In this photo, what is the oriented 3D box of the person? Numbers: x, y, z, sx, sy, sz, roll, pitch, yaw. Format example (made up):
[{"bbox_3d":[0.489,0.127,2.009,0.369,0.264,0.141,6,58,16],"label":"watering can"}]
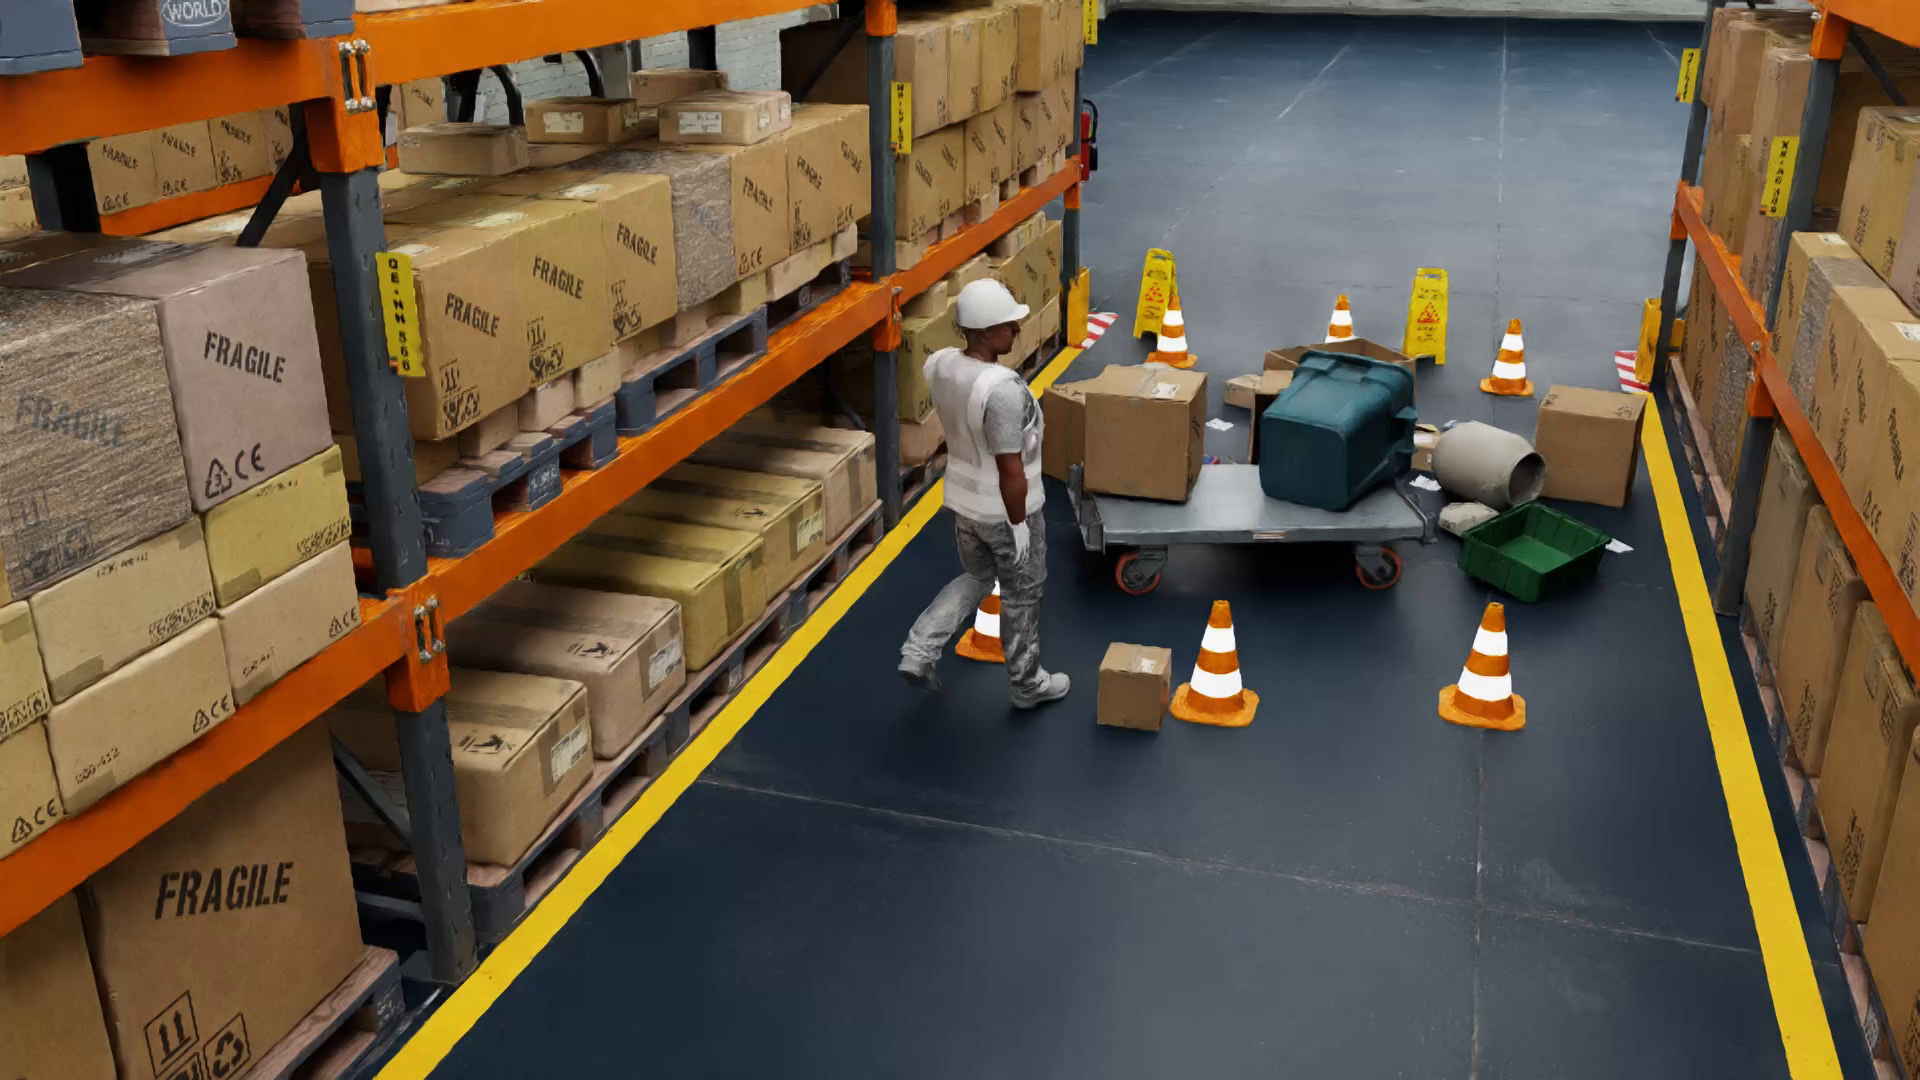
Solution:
[{"bbox_3d":[0.127,-0.142,6.399,0.774,1.779,0.592,-15,26,-32],"label":"person"}]
